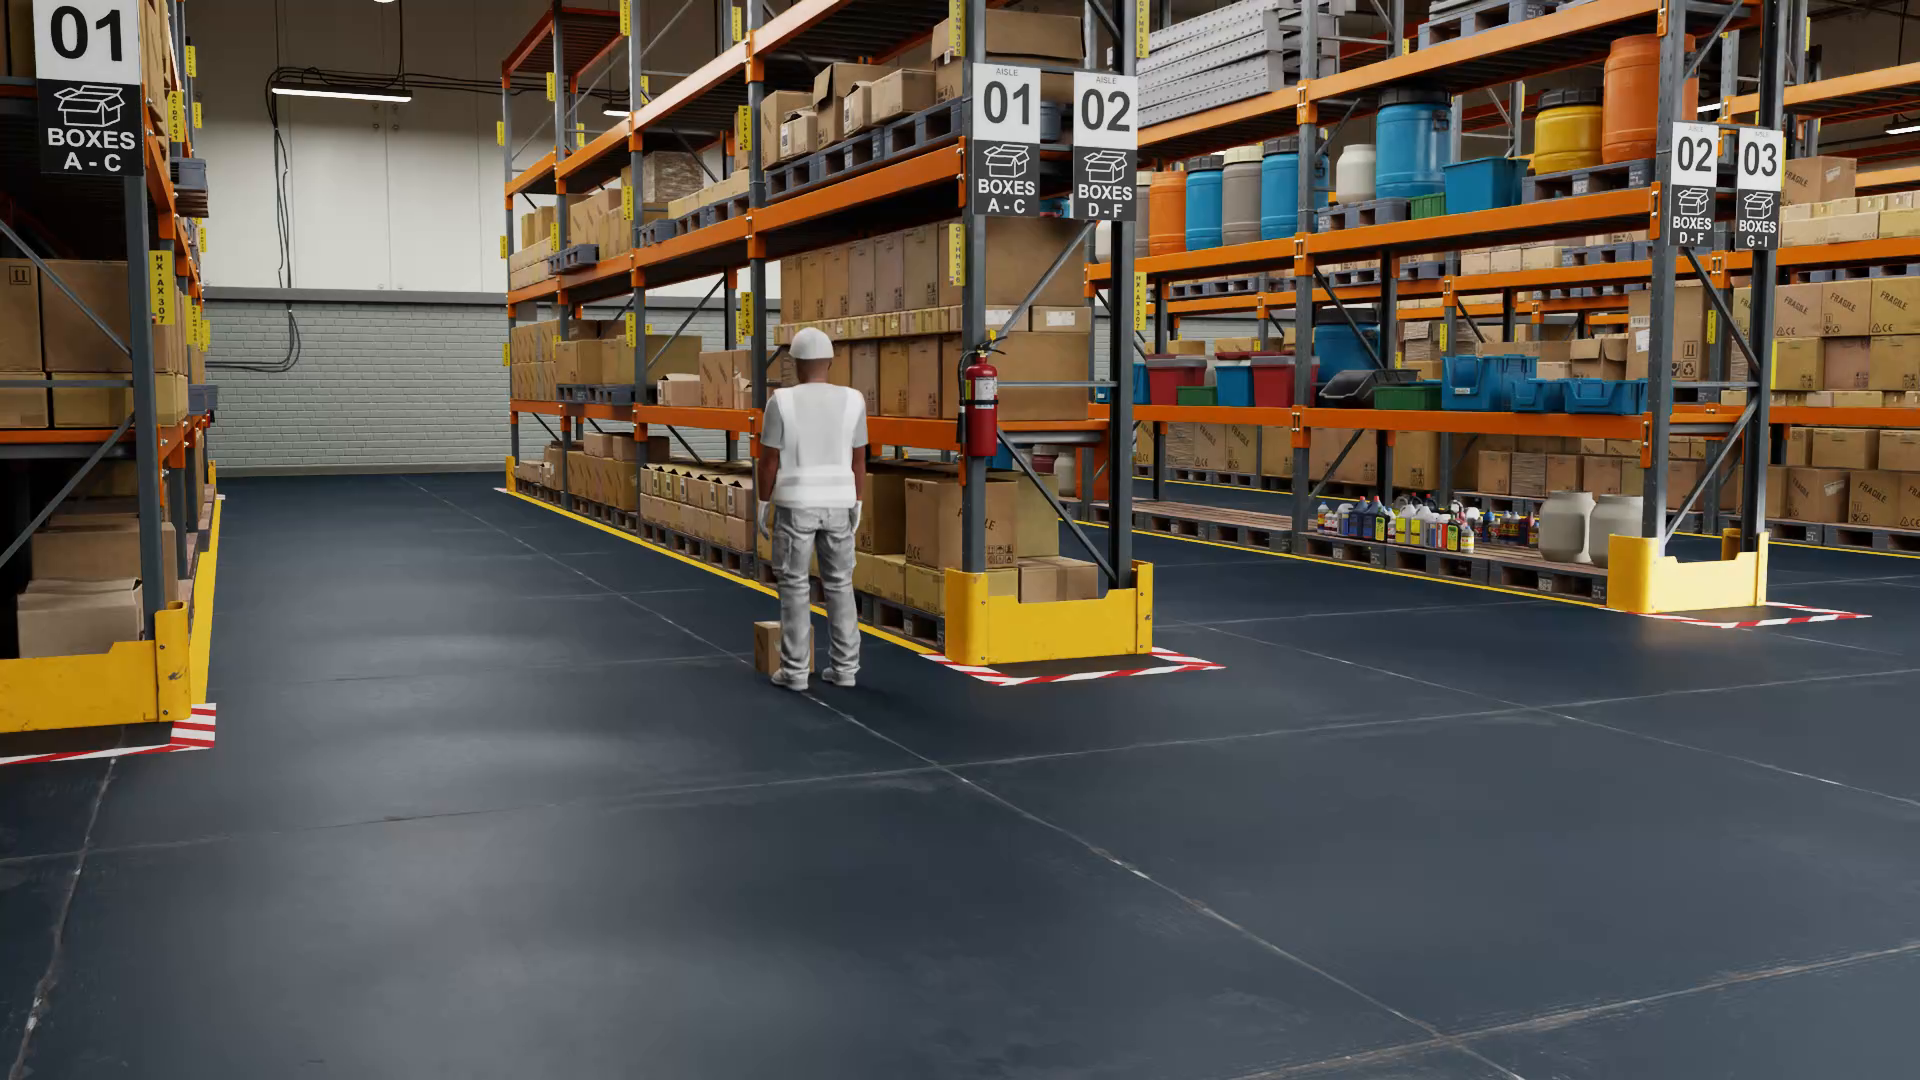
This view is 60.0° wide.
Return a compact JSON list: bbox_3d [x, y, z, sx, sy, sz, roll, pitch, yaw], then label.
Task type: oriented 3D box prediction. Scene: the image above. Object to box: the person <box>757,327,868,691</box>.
[{"bbox_3d":[-0.740,-0.156,8.258,0.549,1.785,0.381,-2,6,-22],"label":"person"}]
